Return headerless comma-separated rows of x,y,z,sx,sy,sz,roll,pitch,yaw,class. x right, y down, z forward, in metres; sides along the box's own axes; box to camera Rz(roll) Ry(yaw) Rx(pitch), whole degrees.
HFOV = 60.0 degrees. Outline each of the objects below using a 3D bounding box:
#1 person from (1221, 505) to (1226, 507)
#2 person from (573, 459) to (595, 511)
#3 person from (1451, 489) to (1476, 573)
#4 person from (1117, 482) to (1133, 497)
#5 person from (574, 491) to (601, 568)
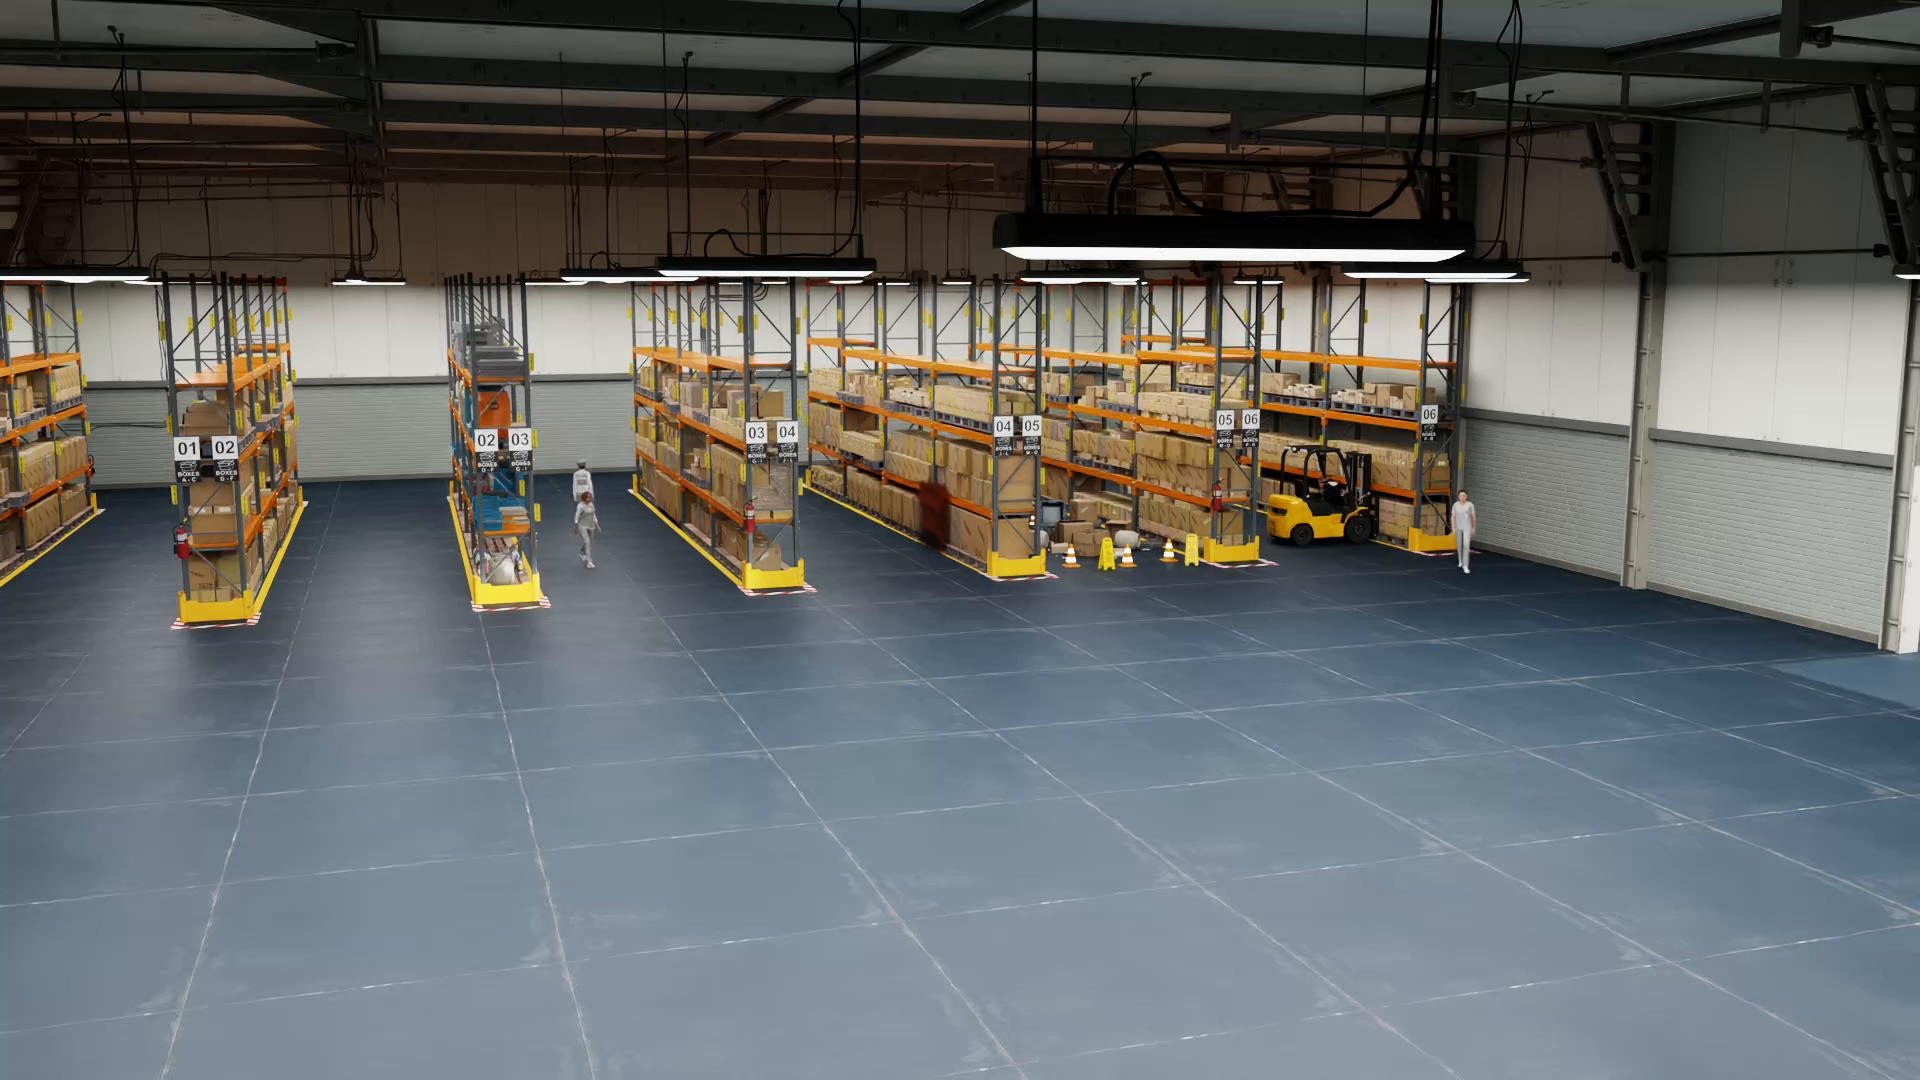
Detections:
6.091,-1.040,39.160,0.594,1.765,0.548,-3,9,-20,person
-8.989,-1.074,39.643,0.514,1.677,0.454,2,9,12,person
10.284,-0.220,34.001,0.490,1.650,0.851,5,10,30,person
4.492,-1.960,45.332,0.608,1.722,0.533,-2,9,-13,person
-7.737,-0.249,34.447,0.497,1.550,0.916,-6,11,-36,person
